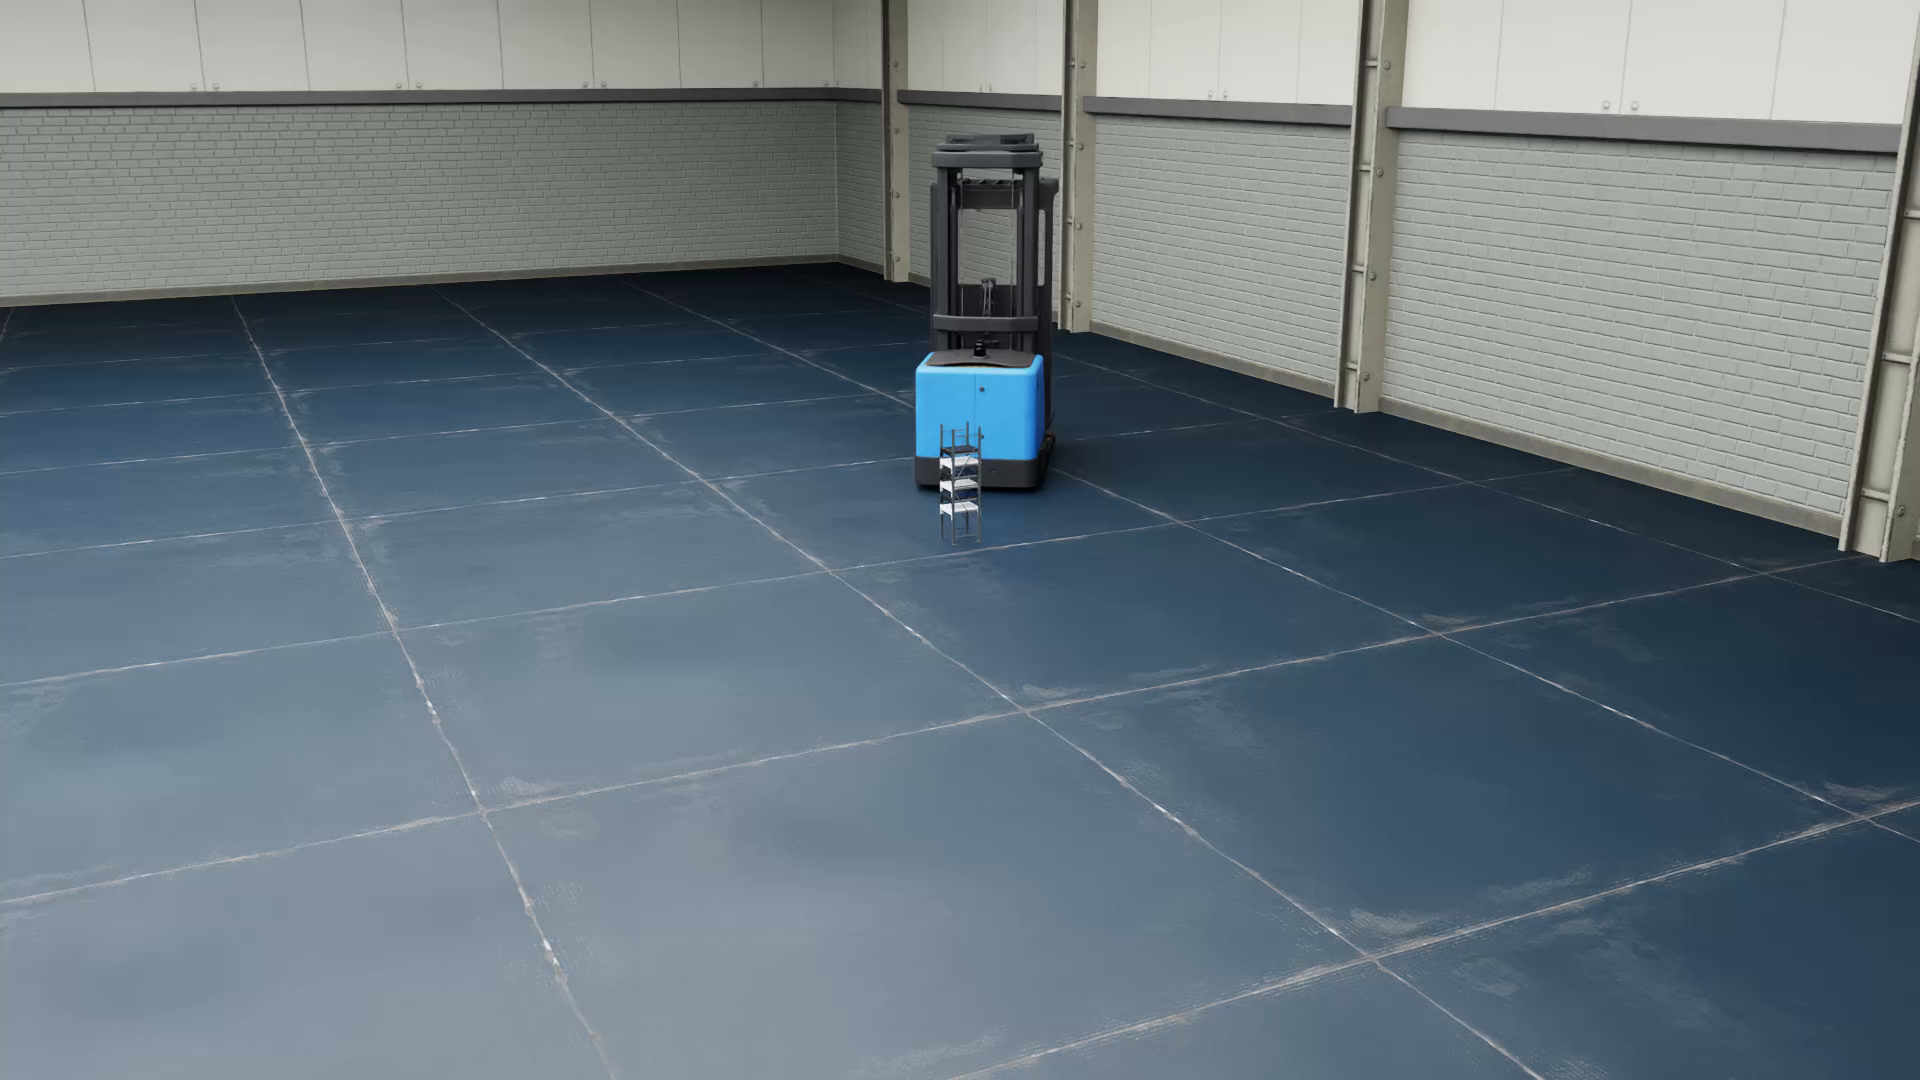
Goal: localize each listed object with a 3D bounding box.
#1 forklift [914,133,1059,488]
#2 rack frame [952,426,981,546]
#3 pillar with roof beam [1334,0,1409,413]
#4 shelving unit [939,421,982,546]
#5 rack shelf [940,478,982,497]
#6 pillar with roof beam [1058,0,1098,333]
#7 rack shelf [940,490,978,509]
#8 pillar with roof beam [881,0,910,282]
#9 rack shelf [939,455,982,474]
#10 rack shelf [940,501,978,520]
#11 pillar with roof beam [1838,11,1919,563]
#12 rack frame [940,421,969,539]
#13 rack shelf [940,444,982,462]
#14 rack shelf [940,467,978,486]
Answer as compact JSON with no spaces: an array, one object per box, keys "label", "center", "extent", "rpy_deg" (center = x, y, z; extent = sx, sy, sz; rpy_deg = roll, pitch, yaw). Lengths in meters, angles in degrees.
[{"label":"forklift","center":[0.310,-2.208,15.131],"extent":[1.130,2.935,3.031],"rpy_deg":[2,16,7]},{"label":"rack frame","center":[0.048,-0.405,12.532],"extent":[0.240,0.900,0.006],"rpy_deg":[-8,18,-25]},{"label":"pillar with roof beam","center":[0.328,-5.194,14.535],"extent":[9.100,9.000,0.400],"rpy_deg":[-8,18,-25]},{"label":"shelving unit","center":[0.004,-0.431,12.620],"extent":[0.258,0.900,0.210],"rpy_deg":[-8,18,-25]},{"label":"rack shelf","center":[0.004,-0.398,12.629],"extent":[0.258,0.077,0.200],"rpy_deg":[-8,18,-25]},{"label":"pillar with roof beam","center":[-2.300,-6.682,19.720],"extent":[9.100,9.000,0.400],"rpy_deg":[-8,18,-25]},{"label":"rack shelf","center":[0.004,-0.312,12.654],"extent":[0.258,0.077,0.200],"rpy_deg":[-8,18,-25]},{"label":"pillar with roof beam","center":[-4.929,-8.169,24.904],"extent":[9.100,9.000,0.400],"rpy_deg":[-8,18,-25]},{"label":"rack shelf","center":[0.004,-0.572,12.579],"extent":[0.258,0.077,0.200],"rpy_deg":[-8,18,-25]},{"label":"rack shelf","center":[0.004,-0.225,12.678],"extent":[0.258,0.077,0.200],"rpy_deg":[-8,18,-25]},{"label":"pillar with roof beam","center":[2.957,-3.706,9.351],"extent":[9.100,9.000,0.400],"rpy_deg":[-8,18,-25]},{"label":"rack frame","center":[-0.041,-0.456,12.707],"extent":[0.240,0.900,0.006],"rpy_deg":[-8,18,-25]},{"label":"rack shelf","center":[0.004,-0.658,12.554],"extent":[0.258,0.077,0.200],"rpy_deg":[-8,18,-25]},{"label":"rack shelf","center":[0.004,-0.485,12.604],"extent":[0.258,0.077,0.200],"rpy_deg":[-8,18,-25]}]
